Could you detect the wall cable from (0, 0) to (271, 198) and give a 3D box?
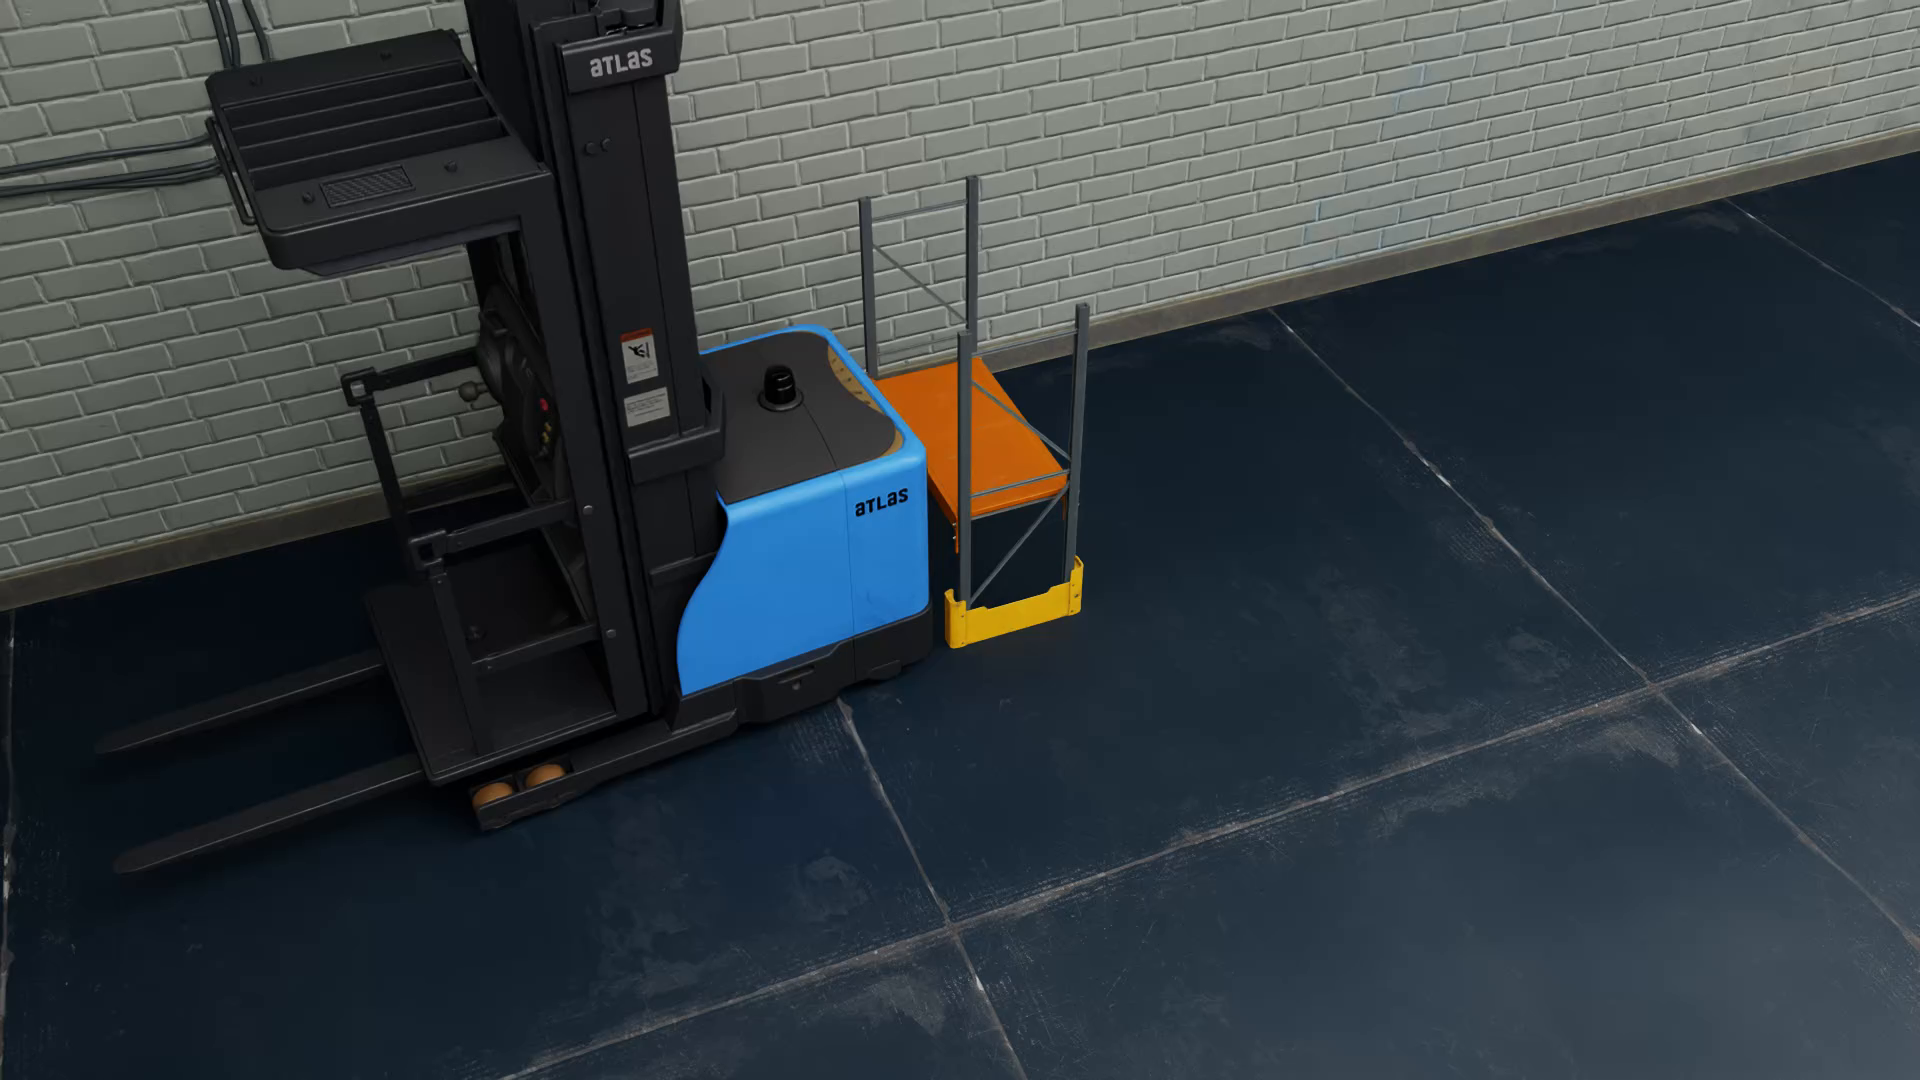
[{"bbox_3d":[-3.900,-1.949,4.997,3.097,2.526,0.112,-15,43,-17],"label":"wall cable"}]

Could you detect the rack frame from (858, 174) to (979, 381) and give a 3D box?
[{"bbox_3d":[-0.162,-0.823,7.057,0.500,1.500,0.032,-15,43,-17],"label":"rack frame"}]

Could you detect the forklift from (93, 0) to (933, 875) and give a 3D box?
[{"bbox_3d":[-1.656,-0.463,5.540,3.031,2.935,1.130,-19,44,-20],"label":"forklift"}]

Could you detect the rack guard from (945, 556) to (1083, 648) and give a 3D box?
[{"bbox_3d":[0.220,0.251,6.766,0.587,0.250,0.087,-15,43,-17],"label":"rack guard"}]

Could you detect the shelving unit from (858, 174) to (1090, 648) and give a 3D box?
[{"bbox_3d":[0.029,-0.523,6.708,0.587,1.500,1.083,-15,43,-17],"label":"shelving unit"}]

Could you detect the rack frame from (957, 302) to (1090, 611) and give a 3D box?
[{"bbox_3d":[0.227,-0.211,6.345,0.500,1.500,0.032,-15,43,-17],"label":"rack frame"}]

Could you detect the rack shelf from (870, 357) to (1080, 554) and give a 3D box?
[{"bbox_3d":[0.033,-0.381,6.818,0.538,0.185,1.000,-15,43,-17],"label":"rack shelf"}]
